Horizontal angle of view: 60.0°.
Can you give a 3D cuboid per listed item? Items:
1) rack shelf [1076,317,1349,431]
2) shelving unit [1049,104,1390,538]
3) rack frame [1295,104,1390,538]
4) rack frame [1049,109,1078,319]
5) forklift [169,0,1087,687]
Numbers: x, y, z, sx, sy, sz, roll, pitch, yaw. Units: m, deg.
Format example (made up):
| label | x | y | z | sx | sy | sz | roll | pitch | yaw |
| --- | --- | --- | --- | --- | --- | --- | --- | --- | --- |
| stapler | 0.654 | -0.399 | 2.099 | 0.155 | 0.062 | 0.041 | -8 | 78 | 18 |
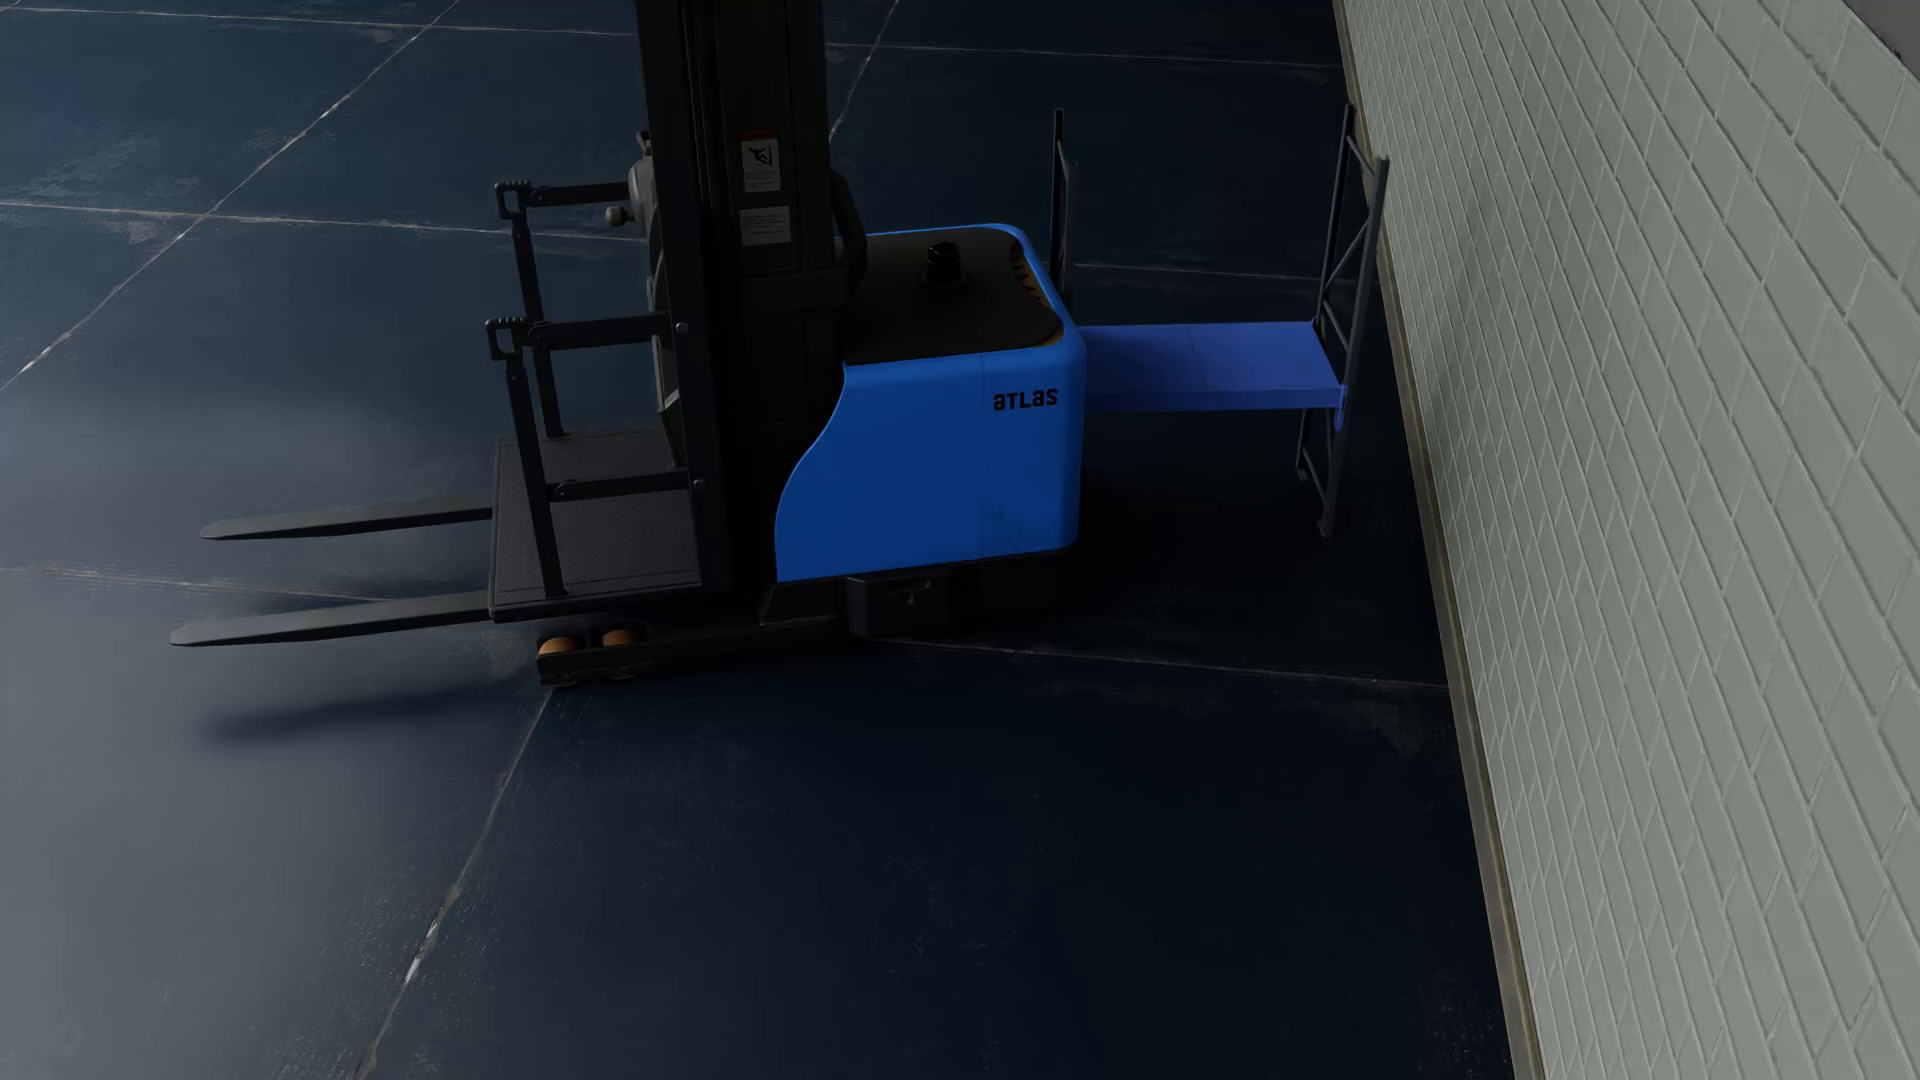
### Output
| label | x | y | z | sx | sy | sz | roll | pitch | yaw |
| --- | --- | --- | --- | --- | --- | --- | --- | --- | --- |
| rack shelf | 0.862 | -0.605 | 6.116 | 1.000 | 0.185 | 0.538 | -1 | 36 | -2 |
| shelving unit | 0.862 | -0.751 | 6.012 | 1.048 | 1.500 | 0.538 | -1 | 36 | -2 |
| rack frame | 1.370 | -0.765 | 6.030 | 0.032 | 1.500 | 0.500 | -1 | 36 | -2 |
| rack frame | 0.354 | -0.738 | 5.993 | 0.032 | 1.500 | 0.500 | -1 | 36 | -2 |
| forklift | -1.149 | -1.038 | 5.181 | 3.031 | 2.935 | 1.130 | -7 | 36 | -9 |
